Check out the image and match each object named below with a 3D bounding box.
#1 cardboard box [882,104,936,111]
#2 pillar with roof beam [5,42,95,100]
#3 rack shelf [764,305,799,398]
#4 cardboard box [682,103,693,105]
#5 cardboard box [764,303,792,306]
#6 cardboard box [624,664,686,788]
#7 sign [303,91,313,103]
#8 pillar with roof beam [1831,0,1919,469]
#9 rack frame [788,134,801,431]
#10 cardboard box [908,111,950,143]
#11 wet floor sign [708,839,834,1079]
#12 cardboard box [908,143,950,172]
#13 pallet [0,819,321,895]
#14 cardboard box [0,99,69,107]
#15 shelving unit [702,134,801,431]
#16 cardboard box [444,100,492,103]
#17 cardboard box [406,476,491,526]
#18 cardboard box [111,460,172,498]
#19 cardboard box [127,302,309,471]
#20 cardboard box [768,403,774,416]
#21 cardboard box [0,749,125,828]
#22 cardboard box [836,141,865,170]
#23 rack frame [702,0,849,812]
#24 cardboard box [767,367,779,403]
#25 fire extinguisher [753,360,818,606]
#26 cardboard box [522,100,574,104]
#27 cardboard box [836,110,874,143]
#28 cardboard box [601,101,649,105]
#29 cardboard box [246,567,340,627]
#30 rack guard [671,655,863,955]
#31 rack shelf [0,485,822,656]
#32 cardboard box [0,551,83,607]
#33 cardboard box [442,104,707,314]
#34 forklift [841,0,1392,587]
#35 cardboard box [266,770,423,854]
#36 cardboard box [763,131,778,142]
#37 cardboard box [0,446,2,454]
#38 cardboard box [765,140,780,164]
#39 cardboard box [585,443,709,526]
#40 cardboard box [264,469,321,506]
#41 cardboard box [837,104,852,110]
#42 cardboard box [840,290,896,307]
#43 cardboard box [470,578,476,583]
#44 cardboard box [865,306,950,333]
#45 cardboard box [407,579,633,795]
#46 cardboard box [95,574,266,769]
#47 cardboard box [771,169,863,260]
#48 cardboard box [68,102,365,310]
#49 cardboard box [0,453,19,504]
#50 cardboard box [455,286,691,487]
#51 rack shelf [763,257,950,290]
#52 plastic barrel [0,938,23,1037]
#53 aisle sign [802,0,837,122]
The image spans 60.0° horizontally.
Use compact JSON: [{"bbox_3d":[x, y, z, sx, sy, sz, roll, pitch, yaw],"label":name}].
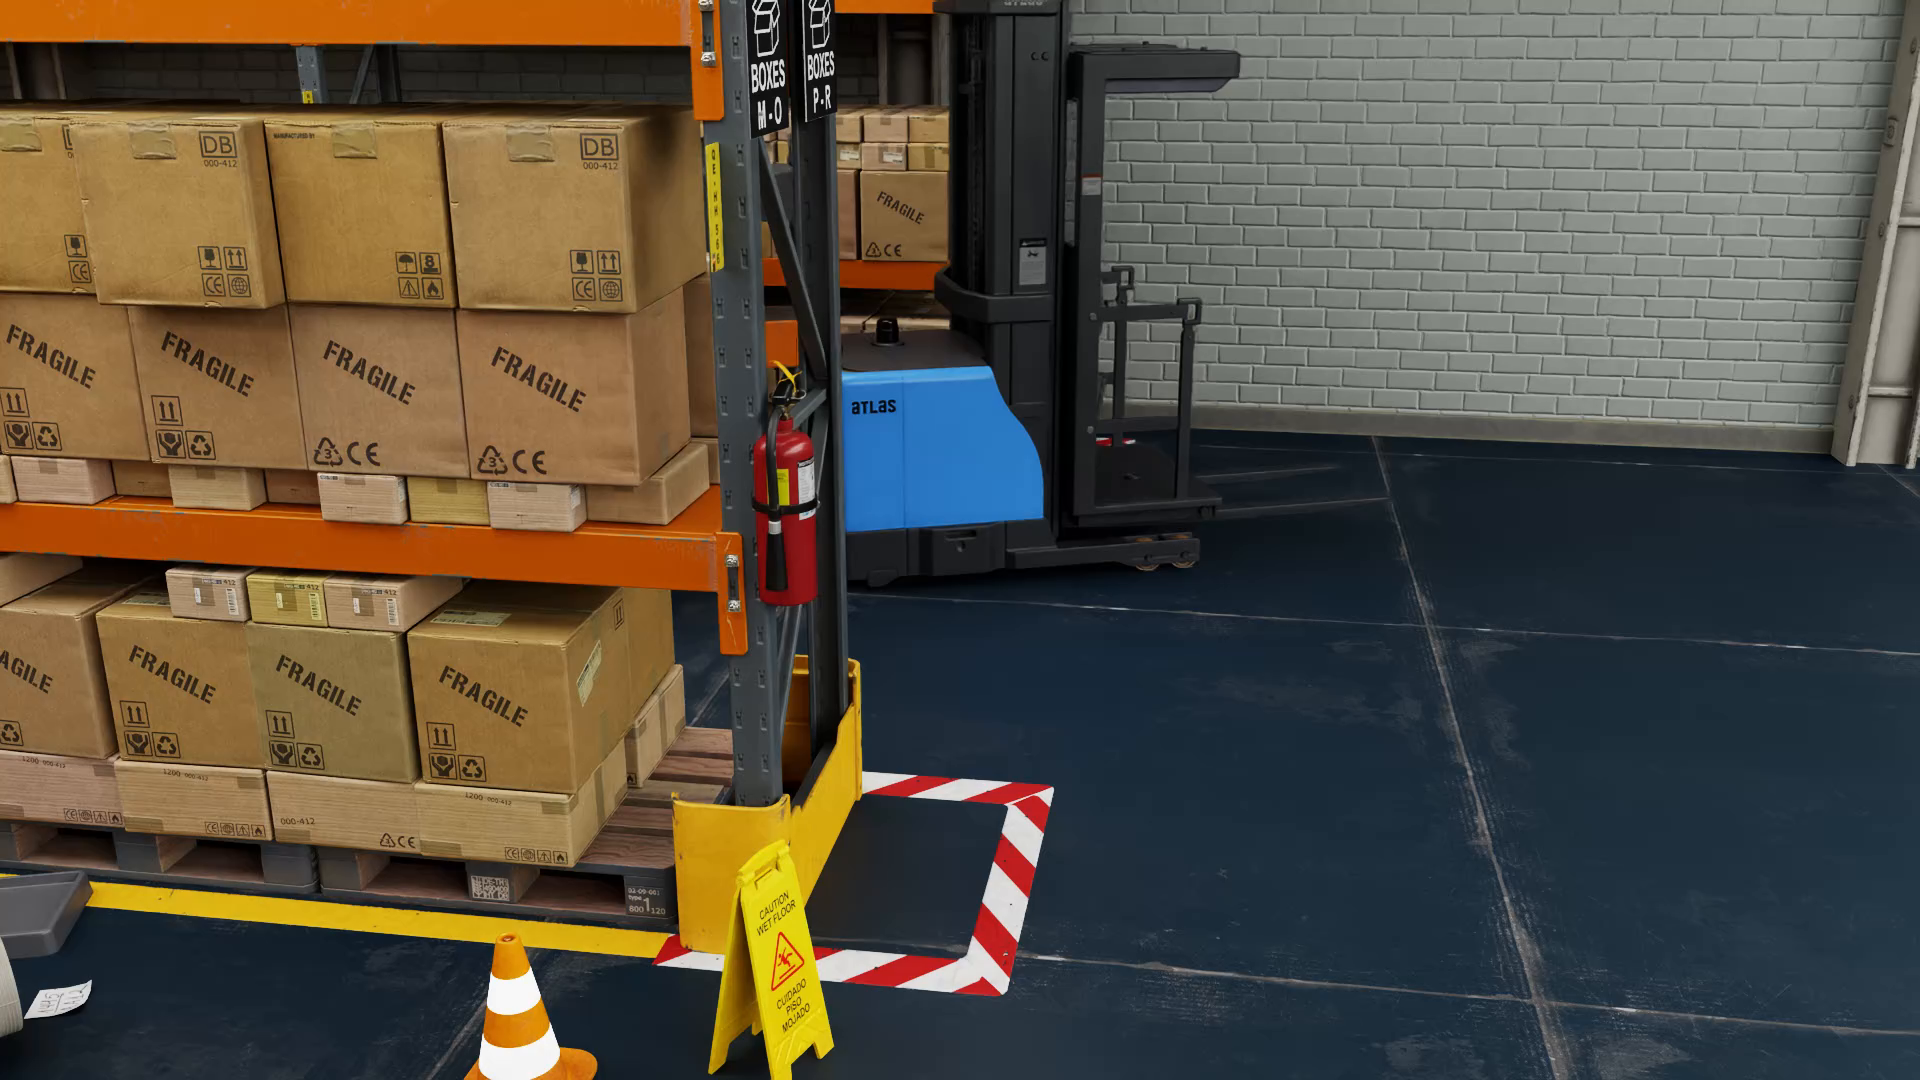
[{"bbox_3d":[-0.300,-2.512,9.934,0.250,0.149,0.380,4,19,11],"label":"cardboard box"},{"bbox_3d":[-6.901,-4.014,6.619,0.400,9.000,9.100,3,19,9],"label":"pillar with roof beam"},{"bbox_3d":[-1.023,-0.889,8.194,0.480,0.518,0.431,-4,19,-13],"label":"rack shelf"},{"bbox_3d":[-1.570,-2.565,10.094,0.250,0.149,0.380,3,19,9],"label":"cardboard box"},{"bbox_3d":[-1.259,-1.240,9.876,0.500,0.250,0.500,3,19,9],"label":"cardboard box"},{"bbox_3d":[-1.286,0.634,5.852,0.500,0.250,0.500,3,19,8],"label":"cardboard box"},{"bbox_3d":[-3.775,-2.441,9.671,0.005,0.325,0.100,3,19,9],"label":"sign"},{"bbox_3d":[4.947,-3.410,4.814,0.400,9.000,9.100,3,19,9],"label":"pillar with roof beam"},{"bbox_3d":[-0.786,-0.920,8.243,0.015,2.100,0.400,-4,19,-13],"label":"rack frame"},{"bbox_3d":[-0.137,-2.347,9.441,0.250,0.149,0.380,3,19,9],"label":"cardboard box"},{"bbox_3d":[-0.515,1.118,4.445,0.232,0.644,0.267,10,21,27],"label":"wet floor sign"},{"bbox_3d":[-0.136,-2.183,9.421,0.250,0.149,0.380,3,19,9],"label":"cardboard box"},{"bbox_3d":[-2.606,0.861,5.897,1.213,0.211,1.003,3,19,9],"label":"pallet"},{"bbox_3d":[-3.090,-1.051,5.015,0.500,0.500,0.700,3,19,7],"label":"cardboard box"},{"bbox_3d":[-1.023,-0.902,8.189,0.503,2.100,0.431,-4,19,-13],"label":"shelving unit"},{"bbox_3d":[-3.095,-2.649,10.344,0.250,0.149,0.380,2,19,7],"label":"cardboard box"},{"bbox_3d":[-1.454,-0.174,4.991,0.250,0.149,0.380,3,19,8],"label":"cardboard box"},{"bbox_3d":[-2.442,-0.259,5.246,0.250,0.149,0.380,3,19,9],"label":"cardboard box"},{"bbox_3d":[-2.100,-0.526,5.021,0.500,0.500,0.500,3,19,8],"label":"cardboard box"},{"bbox_3d":[-1.246,-0.775,10.062,0.500,0.250,0.500,3,19,9],"label":"cardboard box"},{"bbox_3d":[-2.890,0.724,5.585,0.500,0.250,0.500,3,19,8],"label":"cardboard box"},{"bbox_3d":[-0.640,-2.219,9.528,0.250,0.149,0.380,3,19,10],"label":"cardboard box"},{"bbox_3d":[-0.533,-0.343,5.102,0.127,3.000,1.000,3,19,9],"label":"rack frame"},{"bbox_3d":[-1.286,-1.006,9.965,0.500,0.250,0.500,2,19,7],"label":"cardboard box"},{"bbox_3d":[-0.493,-0.157,4.666,0.183,0.674,0.296,3,19,9],"label":"fire extinguisher"},{"bbox_3d":[-2.574,-2.647,10.338,0.250,0.149,0.380,3,19,8],"label":"cardboard box"},{"bbox_3d":[-0.648,-2.354,9.463,0.250,0.149,0.380,3,19,10],"label":"cardboard box"},{"bbox_3d":[-2.076,-2.600,10.198,0.250,0.149,0.380,3,19,8],"label":"cardboard box"},{"bbox_3d":[-1.986,0.128,5.159,0.250,0.149,0.380,3,19,10],"label":"cardboard box"},{"bbox_3d":[-0.608,0.838,5.510,0.348,0.500,1.175,3,19,9],"label":"rack guard"},{"bbox_3d":[-2.508,-0.103,5.517,4.000,0.370,1.077,3,19,9],"label":"rack shelf"},{"bbox_3d":[-3.055,0.074,5.322,0.250,0.149,0.380,4,19,12],"label":"cardboard box"},{"bbox_3d":[-1.072,-0.963,4.753,0.500,0.500,0.700,2,19,7],"label":"cardboard box"},{"bbox_3d":[0.729,-1.392,8.343,3.031,2.935,1.130,-4,19,-13],"label":"forklift"},{"bbox_3d":[-1.884,0.776,5.427,0.500,0.250,0.500,3,19,9],"label":"cardboard box"},{"bbox_3d":[-1.156,-2.368,9.505,0.250,0.149,0.380,3,19,10],"label":"cardboard box"},{"bbox_3d":[-3.099,-0.576,5.172,0.500,0.500,0.500,3,19,8],"label":"cardboard box"},{"bbox_3d":[-1.154,-2.234,9.572,0.250,0.149,0.380,2,19,7],"label":"cardboard box"},{"bbox_3d":[-0.936,-0.176,4.998,0.250,0.149,0.380,4,19,10],"label":"cardboard box"},{"bbox_3d":[-1.943,-0.234,5.171,0.250,0.149,0.380,3,19,9],"label":"cardboard box"},{"bbox_3d":[-0.805,-2.528,9.984,0.250,0.149,0.380,3,19,9],"label":"cardboard box"},{"bbox_3d":[-0.688,-1.376,10.283,0.500,0.250,0.500,3,19,9],"label":"cardboard box"},{"bbox_3d":[-1.826,0.253,5.811,0.500,0.500,0.500,2,19,7],"label":"cardboard box"},{"bbox_3d":[-0.254,-1.194,9.739,0.500,0.250,0.500,4,19,10],"label":"cardboard box"},{"bbox_3d":[-1.366,0.447,5.229,0.500,0.500,0.500,3,19,9],"label":"cardboard box"},{"bbox_3d":[-2.379,0.394,5.387,0.500,0.500,0.500,2,19,7],"label":"cardboard box"},{"bbox_3d":[-0.788,-1.918,9.649,0.500,0.500,0.500,4,19,10],"label":"cardboard box"},{"bbox_3d":[-2.091,-0.985,4.816,0.500,0.500,0.700,3,19,8],"label":"cardboard box"},{"bbox_3d":[-2.961,-0.242,5.195,0.250,0.149,0.380,3,19,9],"label":"cardboard box"},{"bbox_3d":[-1.113,-0.473,4.863,0.500,0.500,0.500,3,19,8],"label":"cardboard box"},{"bbox_3d":[-1.724,-1.658,10.165,4.000,0.370,1.077,3,19,9],"label":"rack shelf"},{"bbox_3d":[-2.813,1.249,4.404,0.512,0.421,0.421,-15,24,-38],"label":"plastic barrel"},{"bbox_3d":[-0.423,-1.670,4.971,0.004,0.787,0.394,3,19,9],"label":"aisle sign"}]
